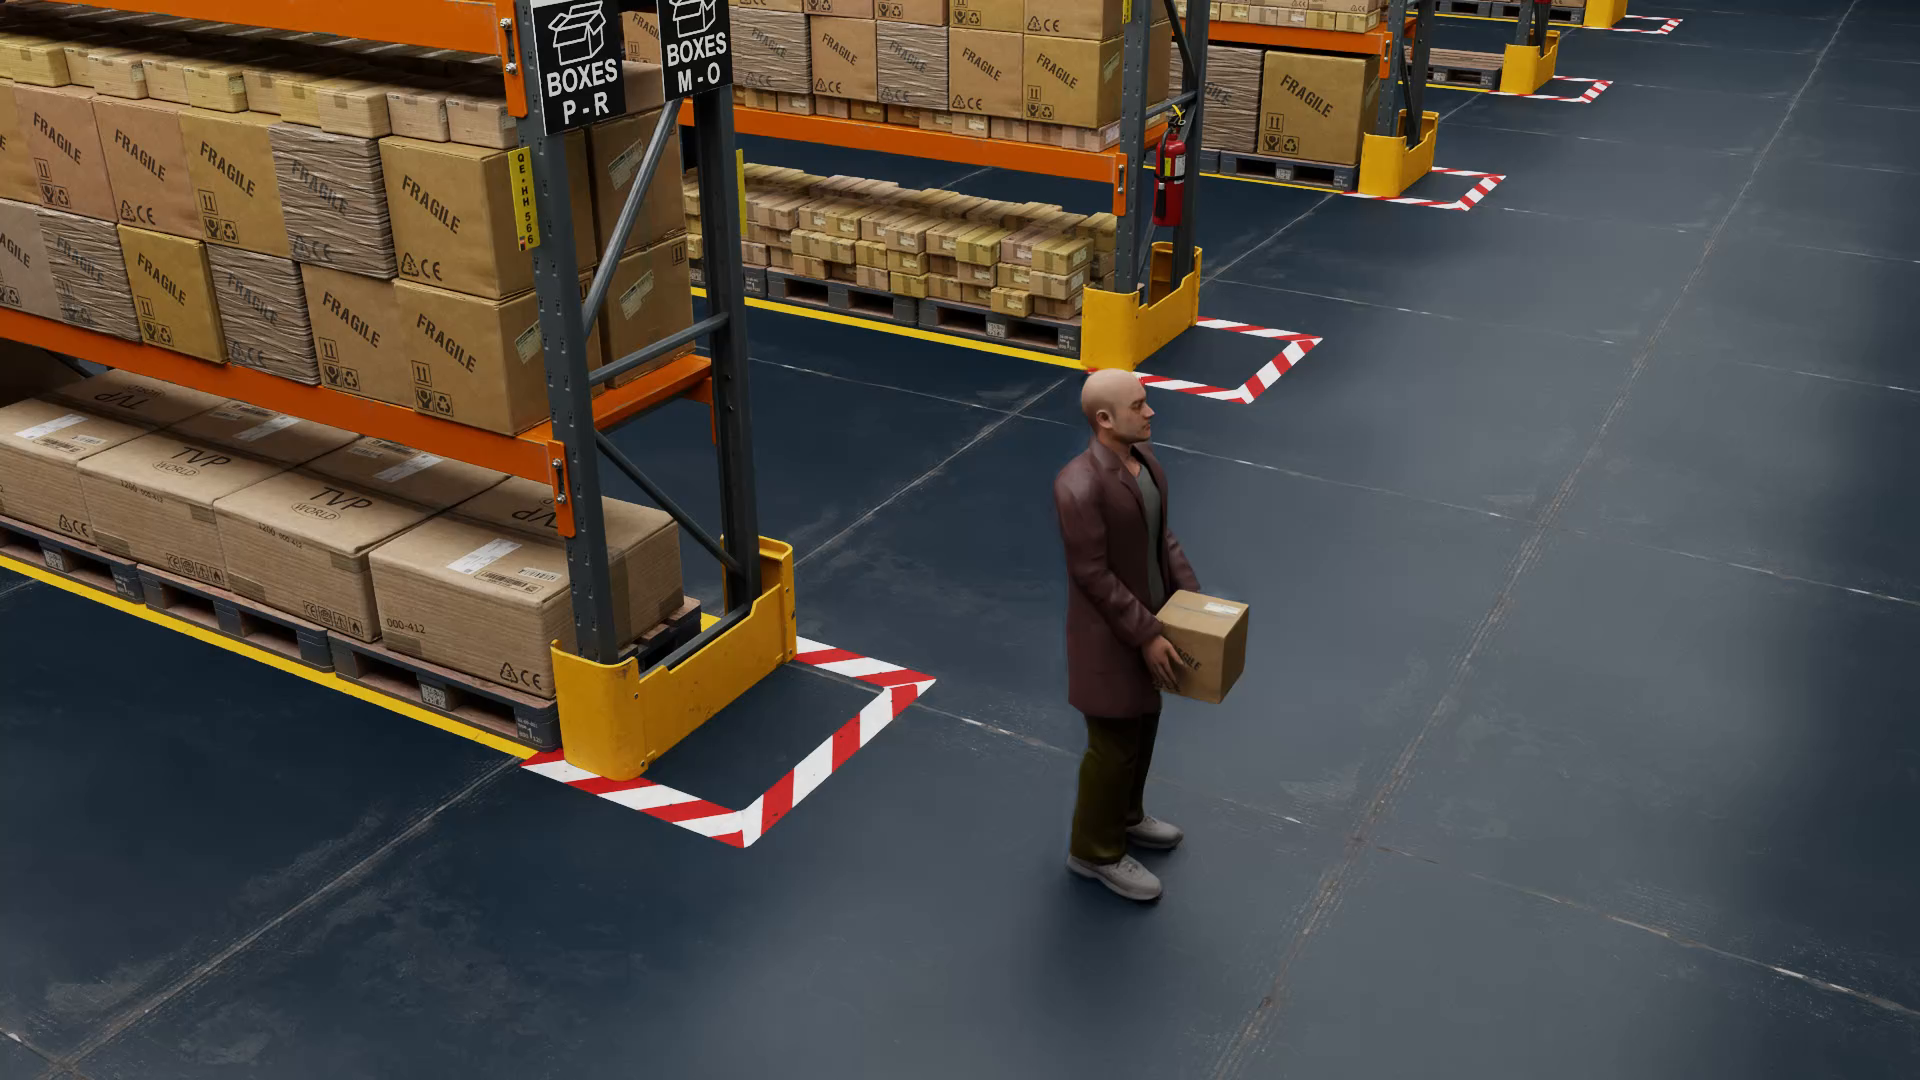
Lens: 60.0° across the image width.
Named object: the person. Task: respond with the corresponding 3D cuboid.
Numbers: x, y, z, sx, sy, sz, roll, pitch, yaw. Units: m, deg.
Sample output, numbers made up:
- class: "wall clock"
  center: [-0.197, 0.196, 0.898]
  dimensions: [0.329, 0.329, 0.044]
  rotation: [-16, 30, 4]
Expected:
- class: "person"
  center: [0.589, 0.301, 5.518]
  dimensions: [0.481, 1.784, 0.585]
  rotation: [14, 30, 27]
